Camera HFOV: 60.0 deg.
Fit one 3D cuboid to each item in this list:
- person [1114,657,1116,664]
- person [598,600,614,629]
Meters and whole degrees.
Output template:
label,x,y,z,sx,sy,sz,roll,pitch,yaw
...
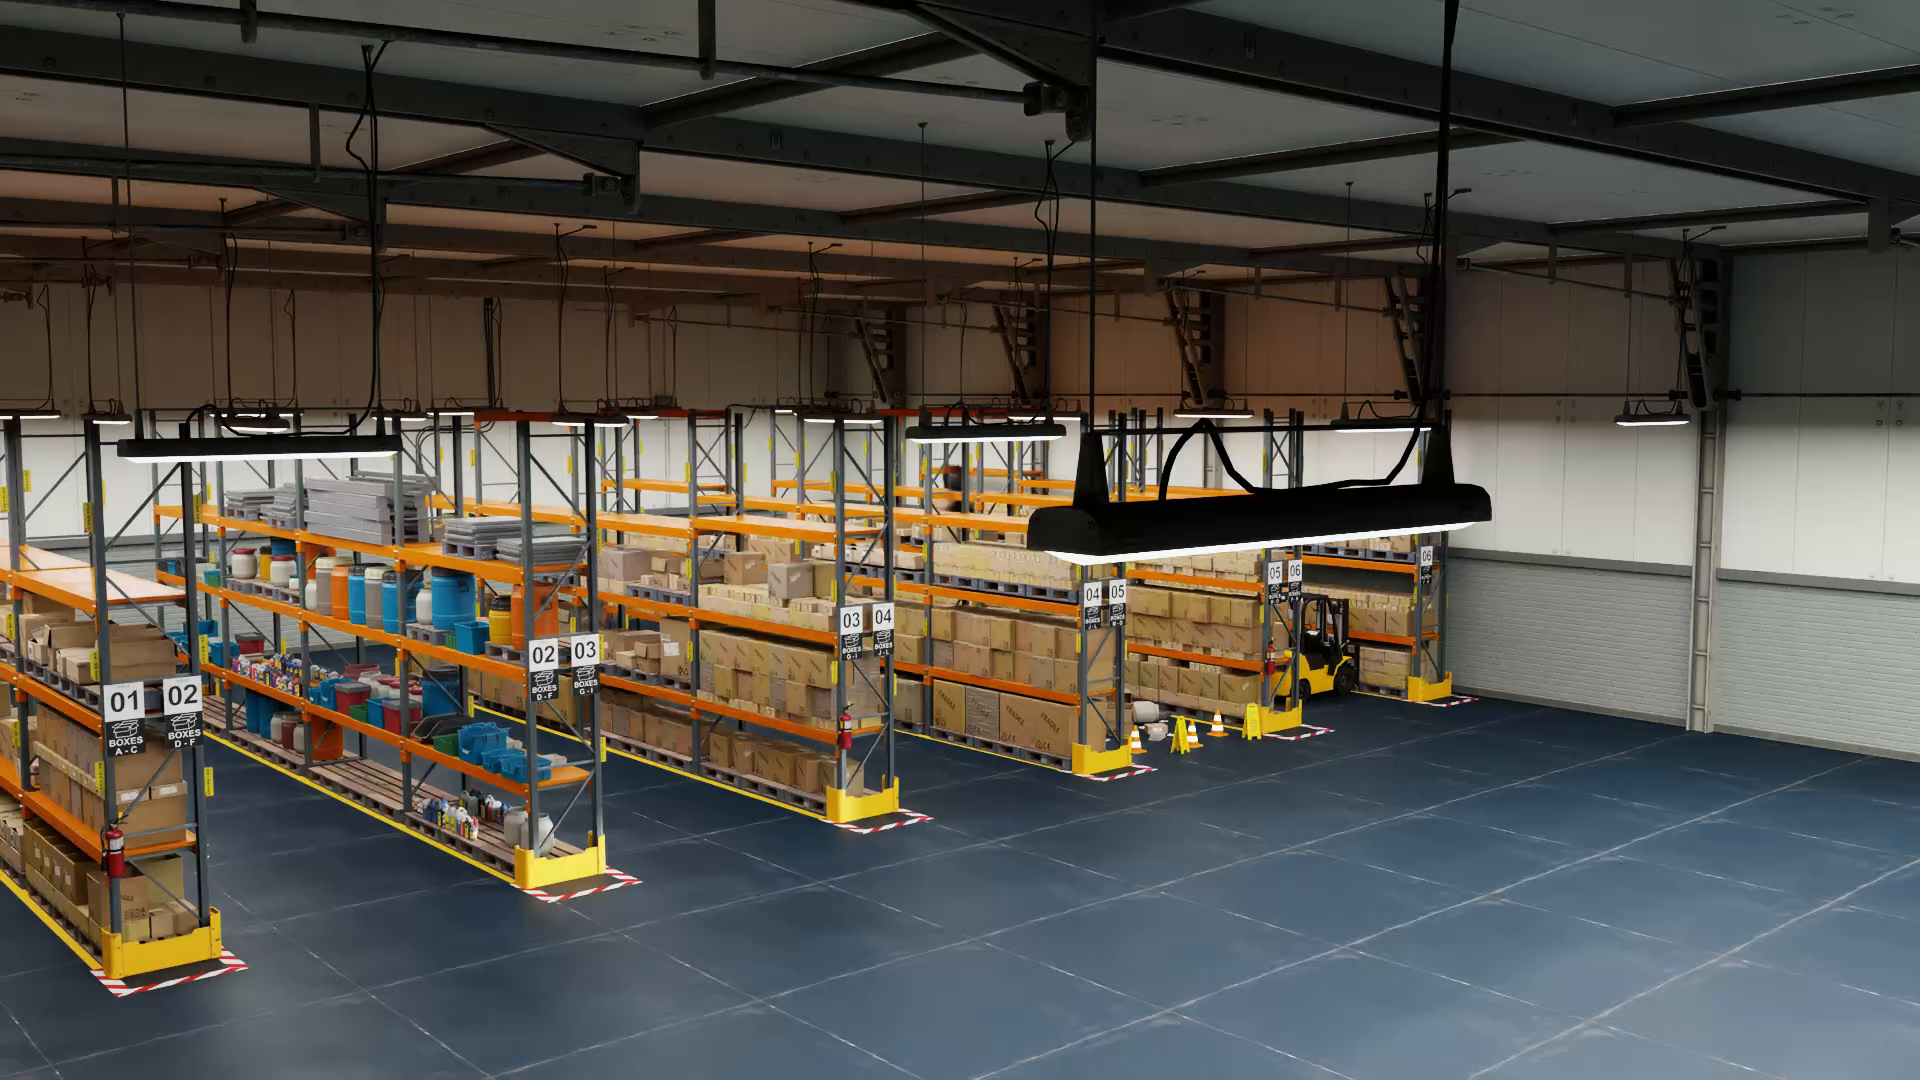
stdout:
label,x,y,z,sx,sy,sz,roll,pitch,yaw
person,3.219,1.929,37.552,0.881,1.772,0.660,5,7,44
person,-8.798,1.854,41.133,0.663,1.758,0.990,3,6,27
